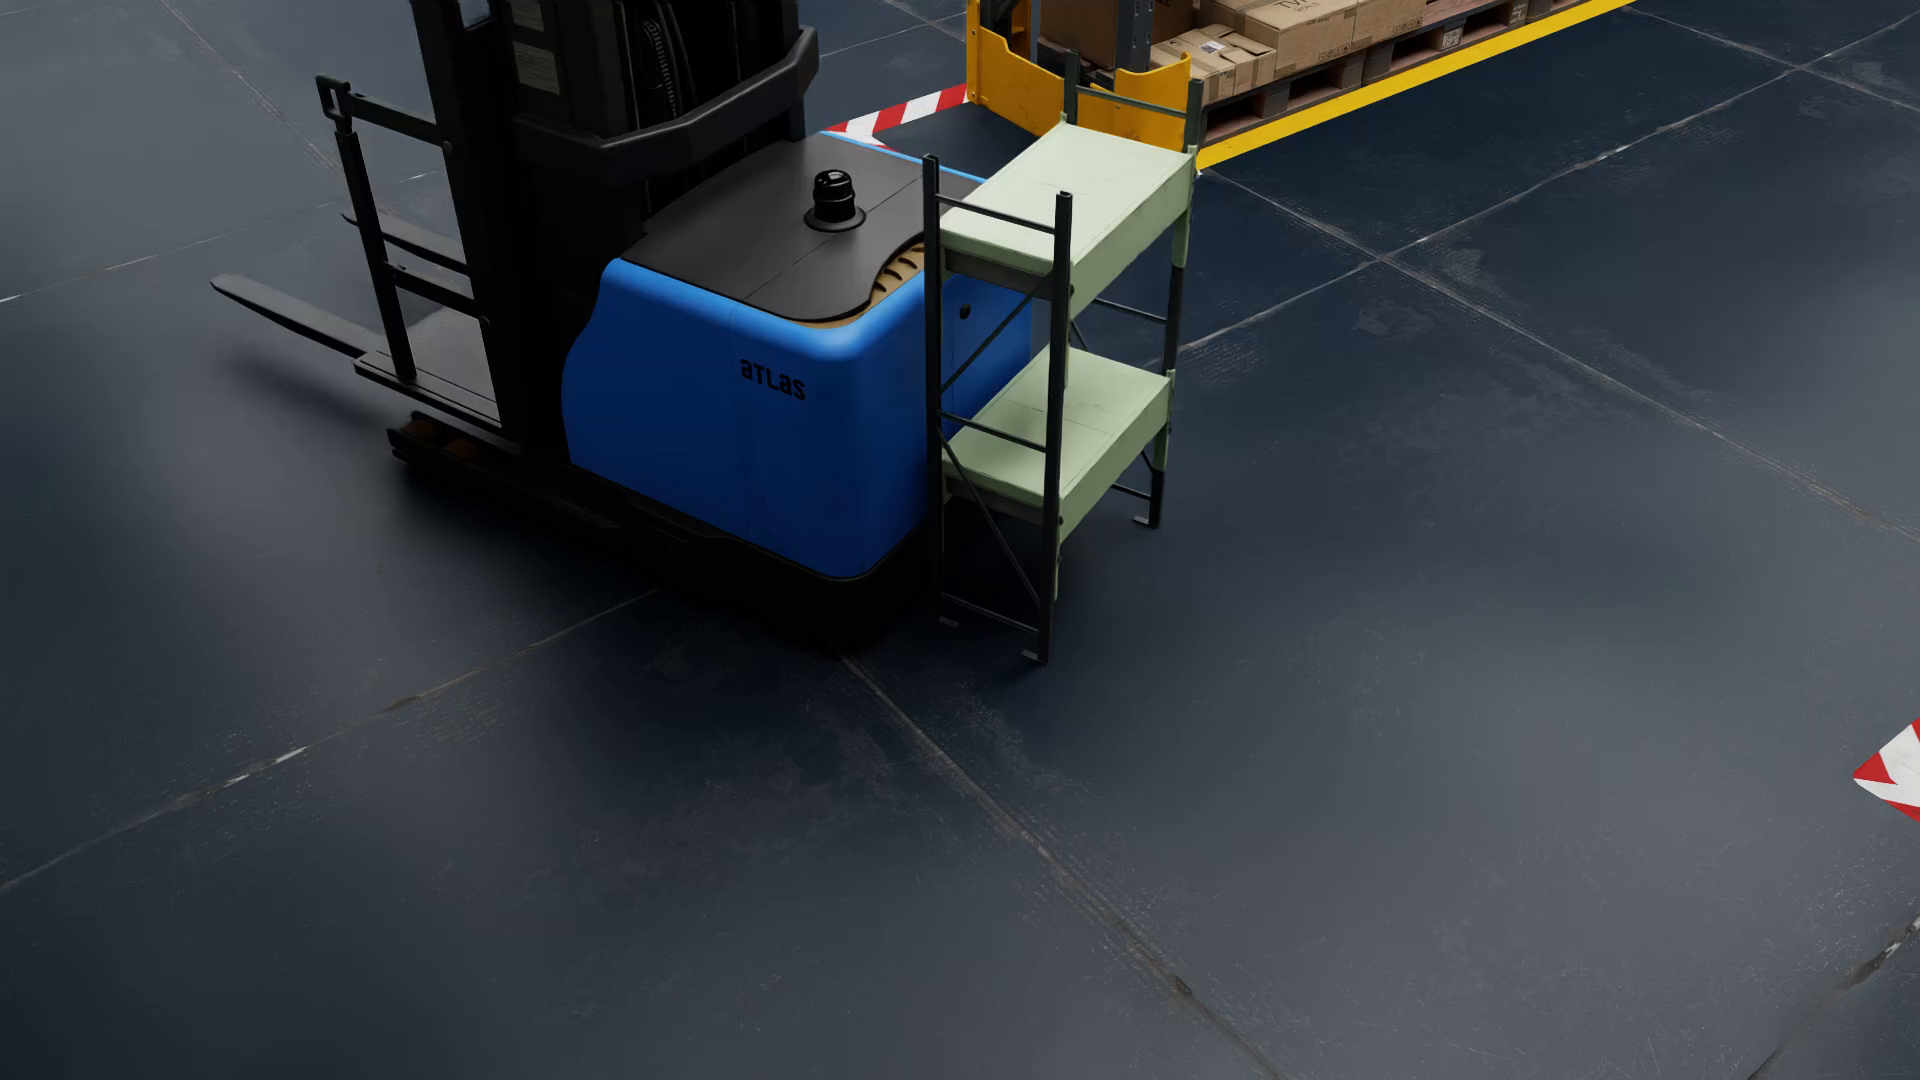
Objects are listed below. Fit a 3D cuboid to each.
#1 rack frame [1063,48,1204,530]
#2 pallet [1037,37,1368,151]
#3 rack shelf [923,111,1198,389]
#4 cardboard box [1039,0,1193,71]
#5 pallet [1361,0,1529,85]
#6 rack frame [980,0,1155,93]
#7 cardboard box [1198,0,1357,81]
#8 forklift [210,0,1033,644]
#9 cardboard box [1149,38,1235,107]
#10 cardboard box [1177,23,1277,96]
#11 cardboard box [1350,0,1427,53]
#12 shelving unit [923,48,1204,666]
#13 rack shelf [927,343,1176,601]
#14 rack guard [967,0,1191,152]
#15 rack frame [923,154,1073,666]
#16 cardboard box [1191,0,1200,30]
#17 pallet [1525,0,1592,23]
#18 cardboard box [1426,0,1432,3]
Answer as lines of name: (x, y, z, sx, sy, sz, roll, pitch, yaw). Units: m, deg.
rack frame: (0.463, -0.683, 4.900, 0.400, 1.500, 0.023, 21, 44, 23)
pallet: (1.128, -2.241, 7.816, 1.213, 0.211, 1.003, -26, 46, -28)
rack shelf: (0.275, -0.786, 4.410, 0.431, 0.370, 0.720, 21, 44, 23)
cardboard box: (0.717, -2.519, 7.580, 0.500, 0.500, 0.500, -26, 46, -28)
pallet: (2.094, -2.710, 8.388, 1.213, 0.211, 1.003, -26, 46, -28)
rack frame: (0.436, -2.982, 6.520, 0.127, 3.000, 1.000, -26, 46, -28)
cardboard box: (1.436, -2.349, 7.570, 0.500, 0.250, 0.500, -26, 46, -28)
forklift: (-1.280, -1.555, 4.834, 3.031, 2.935, 1.130, 22, 44, 25)
cardboard box: (0.977, -2.039, 7.271, 0.250, 0.149, 0.380, -26, 46, -28)
cardboard box: (1.176, -2.142, 7.383, 0.250, 0.166, 0.380, -26, 46, -28)
cardboard box: (1.833, -2.543, 7.806, 0.500, 0.250, 0.500, -26, 46, -28)
shelving unit: (0.275, -0.484, 4.658, 0.431, 1.500, 0.755, 21, 44, 23)
rack shelf: (0.274, -0.232, 4.864, 0.431, 0.370, 0.720, 21, 44, 23)
rack guard: (0.496, -2.045, 7.348, 0.348, 0.500, 1.175, -26, 46, -28)
rack frame: (0.086, -0.285, 4.415, 0.400, 1.500, 0.023, 21, 44, 23)
cardboard box: (1.093, -2.502, 7.822, 0.250, 0.166, 0.380, -26, 46, -28)
pallet: (3.062, -3.185, 8.966, 1.213, 0.211, 1.003, -26, 46, -28)
cardboard box: (2.121, -3.004, 8.168, 0.637, 0.503, 0.797, -26, 46, -28)
